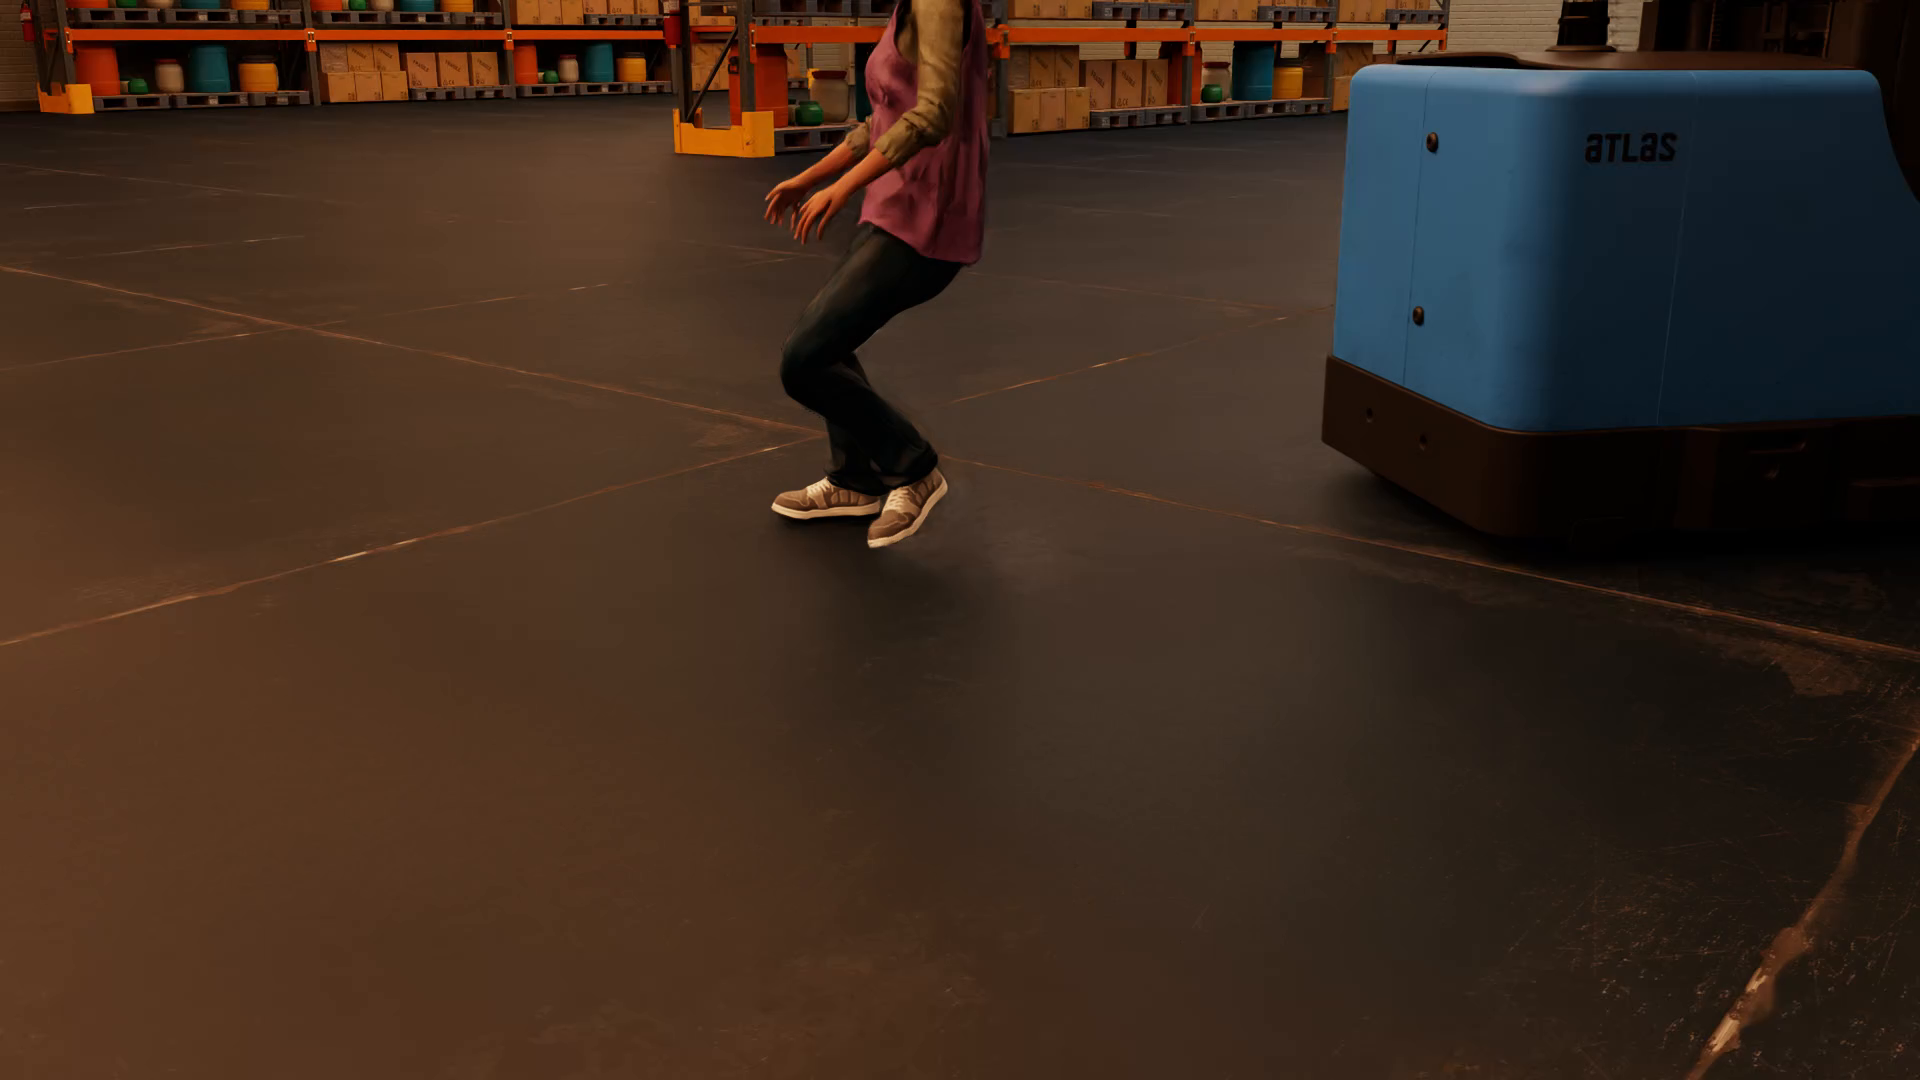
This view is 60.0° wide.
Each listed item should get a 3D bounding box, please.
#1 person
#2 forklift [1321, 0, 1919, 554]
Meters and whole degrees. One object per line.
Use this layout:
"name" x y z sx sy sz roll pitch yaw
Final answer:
"person" -0.200 -0.705 3.701 0.517 1.480 0.669 -1 17 -2
"forklift" 2.569 -1.566 4.056 3.031 2.935 1.130 -3 17 -11
